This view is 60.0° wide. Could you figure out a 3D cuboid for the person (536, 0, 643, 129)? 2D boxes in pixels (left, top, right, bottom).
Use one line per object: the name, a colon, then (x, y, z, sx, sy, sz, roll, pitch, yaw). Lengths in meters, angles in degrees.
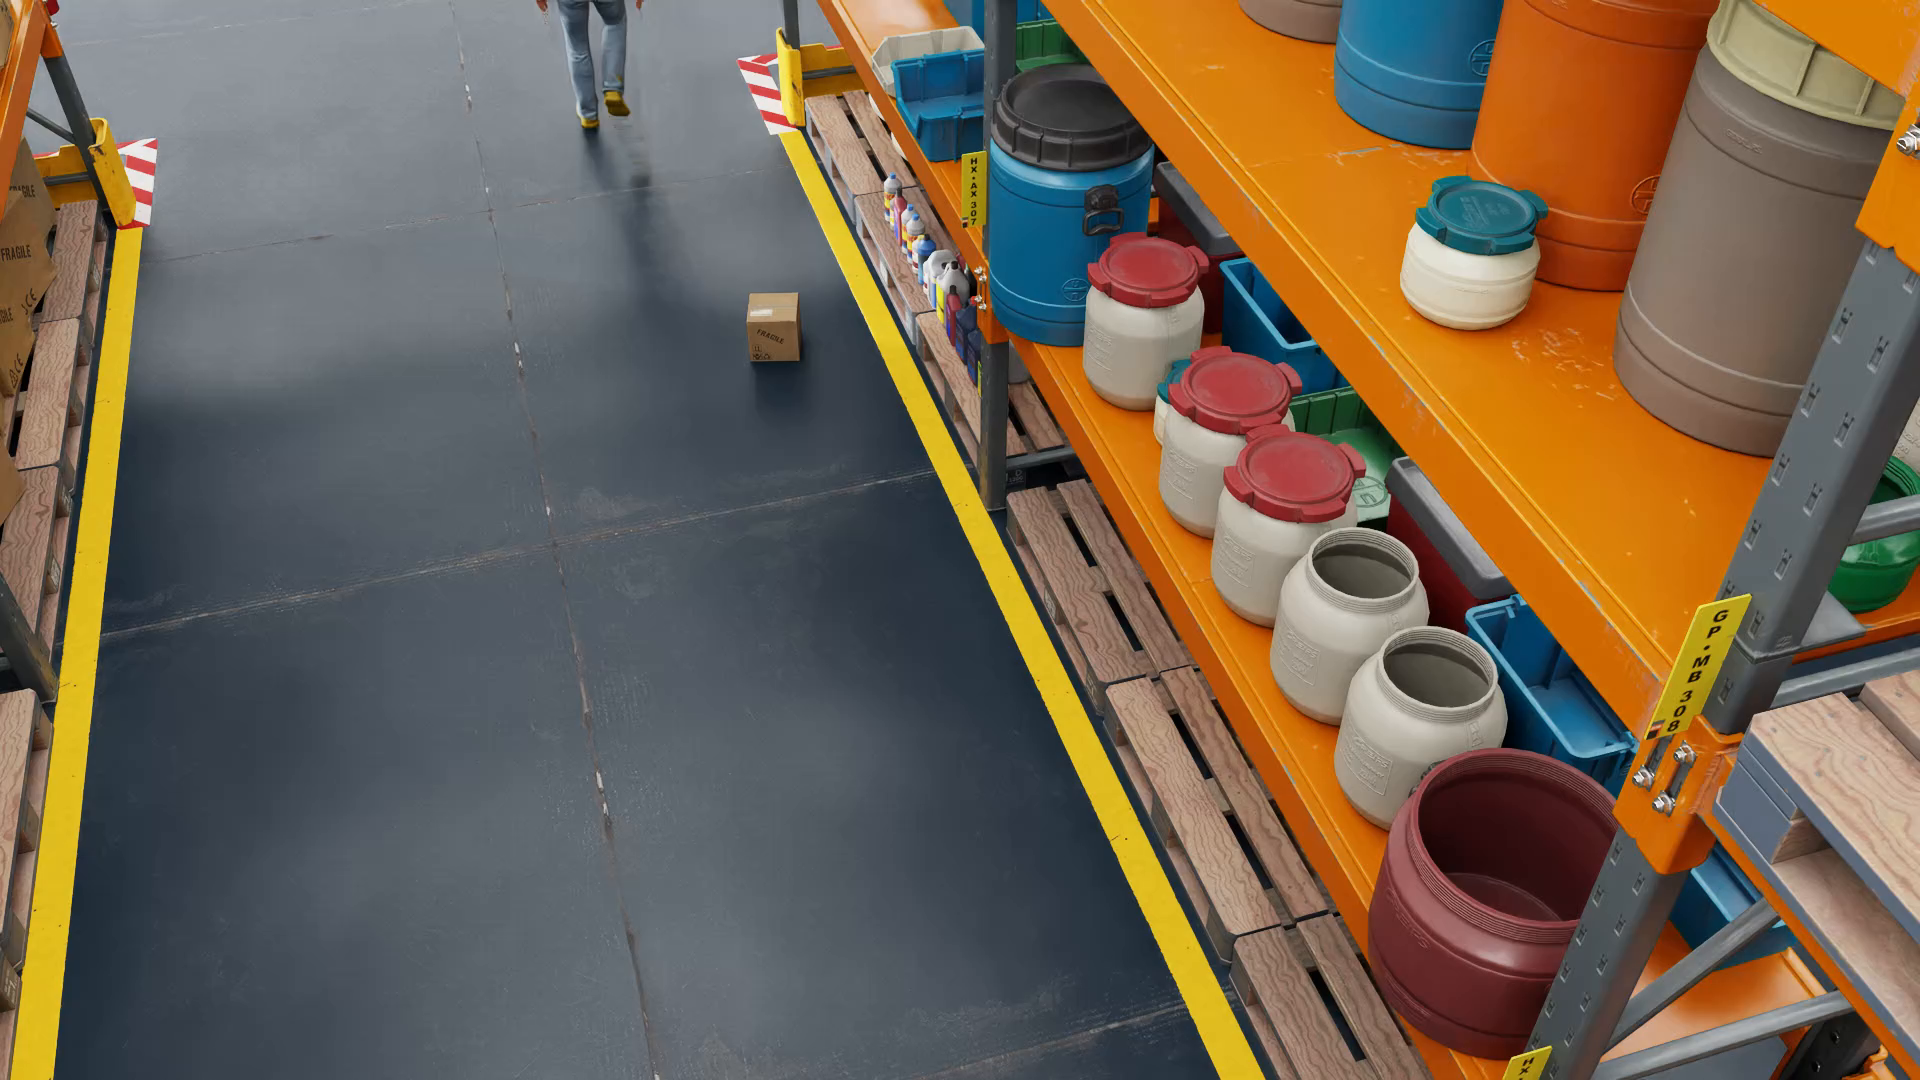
person: (-2.199, -3.305, 9.784, 0.621, 1.779, 0.448, -9, 43, -10)
